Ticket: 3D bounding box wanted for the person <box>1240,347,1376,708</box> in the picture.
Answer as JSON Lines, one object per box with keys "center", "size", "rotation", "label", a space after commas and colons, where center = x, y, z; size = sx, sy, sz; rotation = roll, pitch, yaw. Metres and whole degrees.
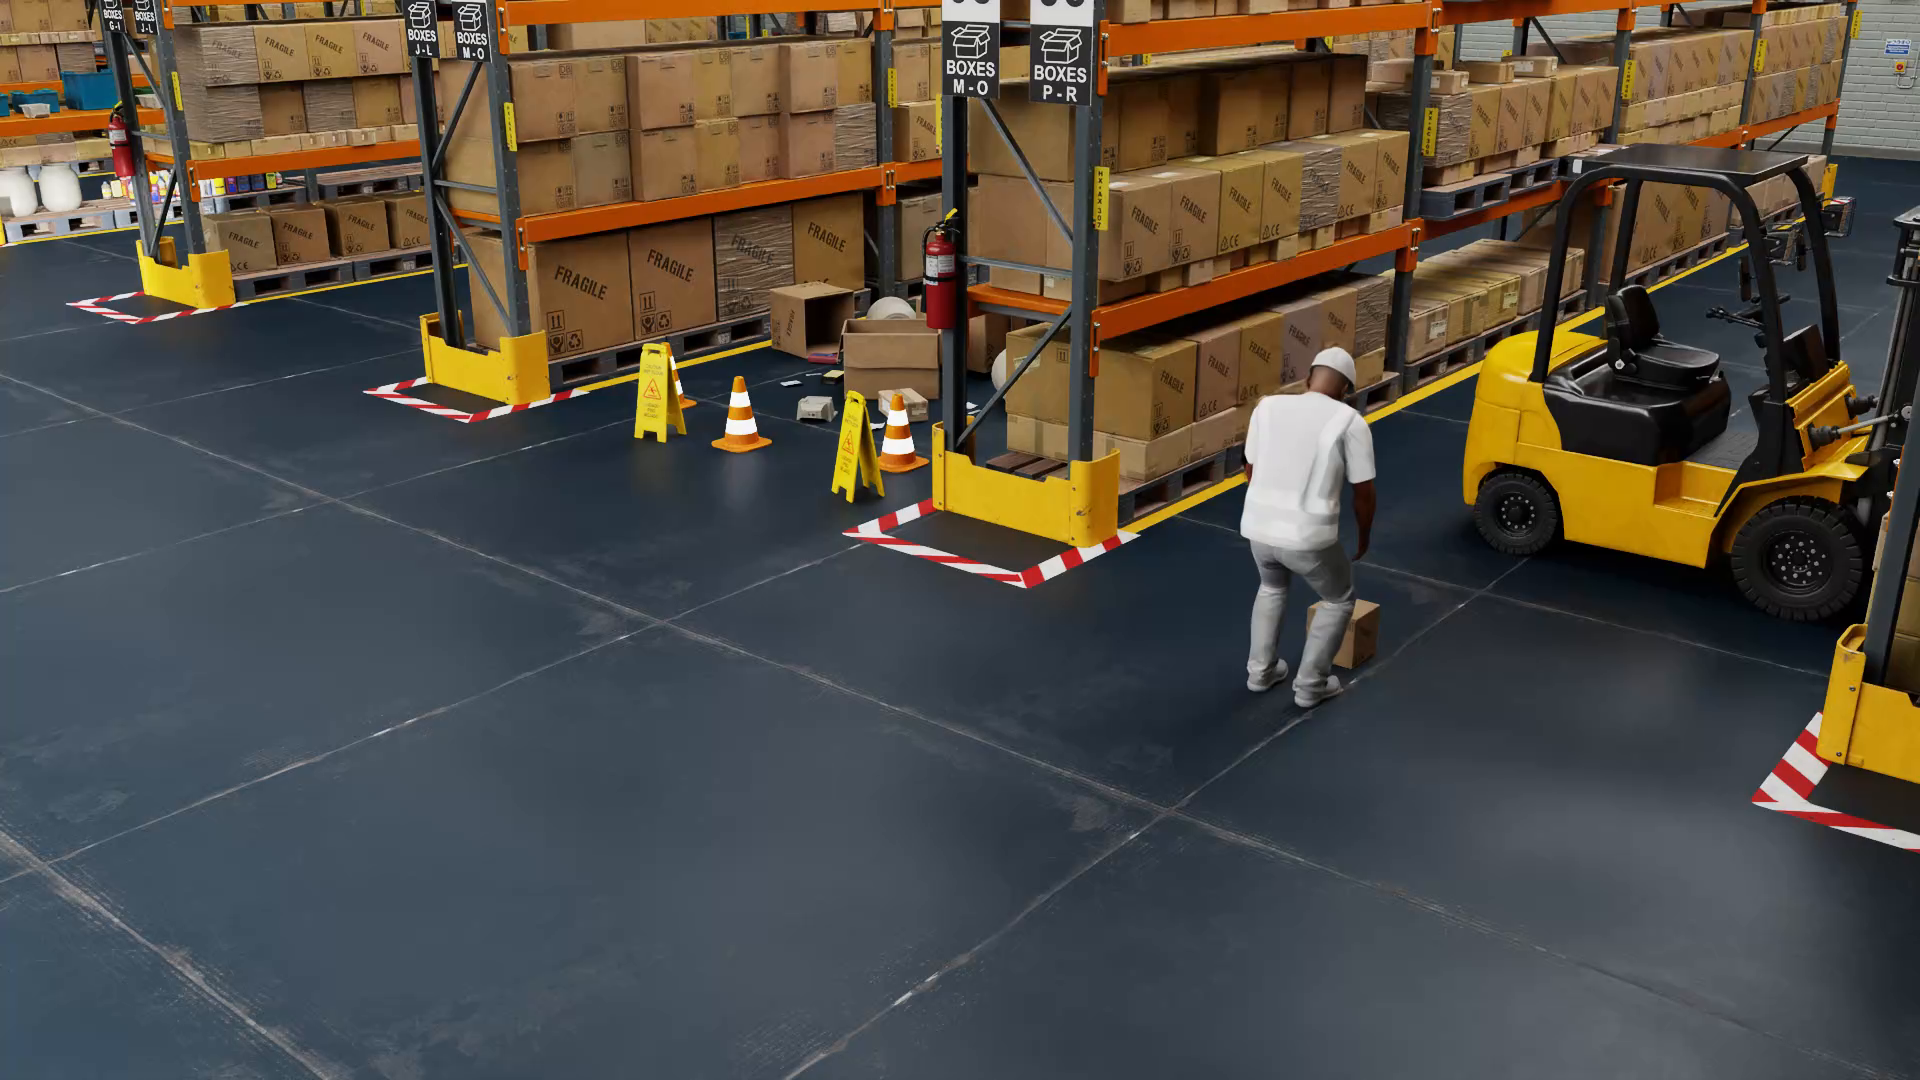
{"center": [1.514, -0.064, 7.398], "size": [0.625, 1.541, 0.666], "rotation": [16, 25, 37], "label": "person"}
